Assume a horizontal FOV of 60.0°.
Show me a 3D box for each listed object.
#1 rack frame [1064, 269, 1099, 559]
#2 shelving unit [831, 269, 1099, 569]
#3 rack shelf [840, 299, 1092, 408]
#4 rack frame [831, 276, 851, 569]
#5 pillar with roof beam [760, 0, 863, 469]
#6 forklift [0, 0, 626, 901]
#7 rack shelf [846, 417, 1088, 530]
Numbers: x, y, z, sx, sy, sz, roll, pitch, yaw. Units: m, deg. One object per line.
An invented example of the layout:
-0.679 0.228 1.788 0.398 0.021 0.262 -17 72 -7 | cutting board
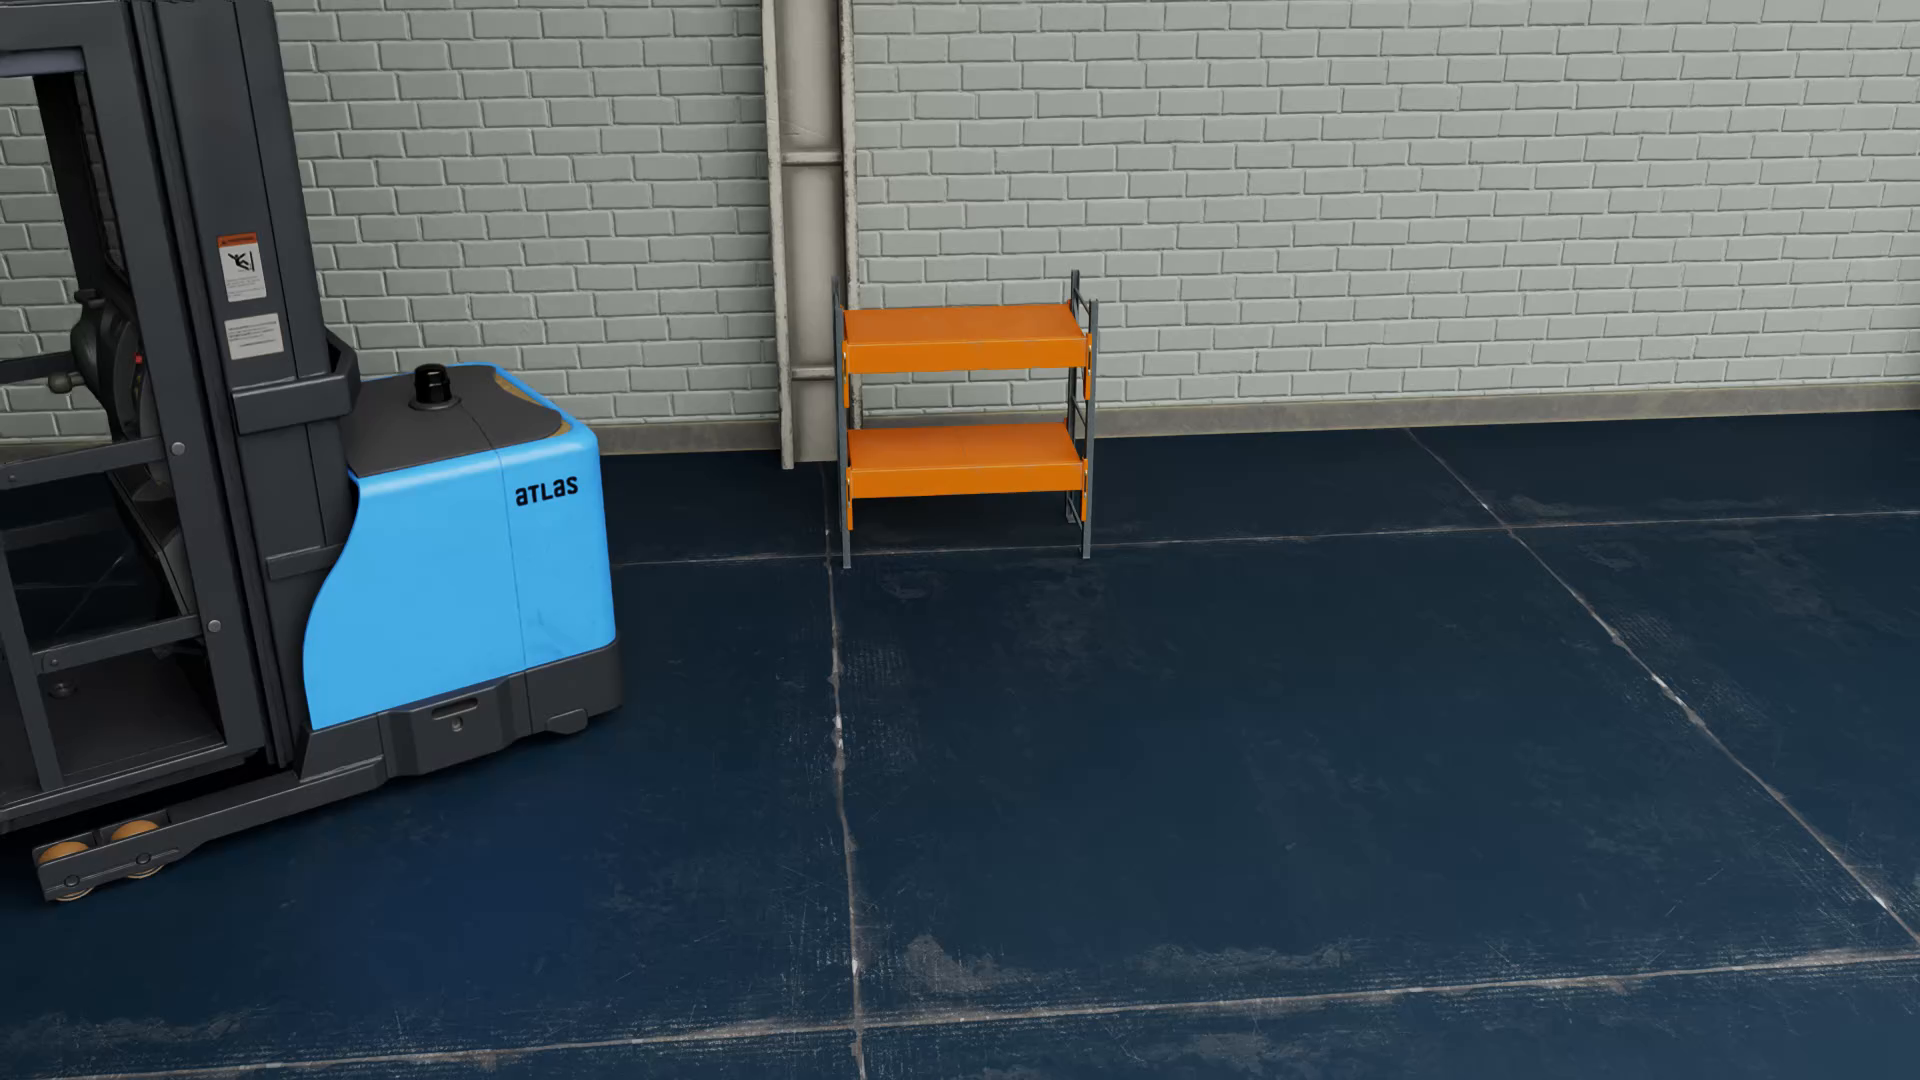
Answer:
0.513 -0.535 7.068 0.032 1.125 0.500 -2 24 -5 | rack frame
0.007 -0.514 7.022 1.048 1.125 0.538 -2 24 -5 | shelving unit
0.007 -0.782 6.903 1.000 0.278 0.538 -2 24 -5 | rack shelf
-0.499 -0.494 6.976 0.032 1.125 0.500 -2 24 -5 | rack frame
-0.254 -2.784 2.434 0.400 9.000 9.100 -2 24 -5 | pillar with roof beam
-2.670 -0.527 4.828 3.031 2.935 1.130 -16 29 -32 | forklift
0.007 -0.291 7.121 1.000 0.278 0.538 -2 24 -5 | rack shelf
